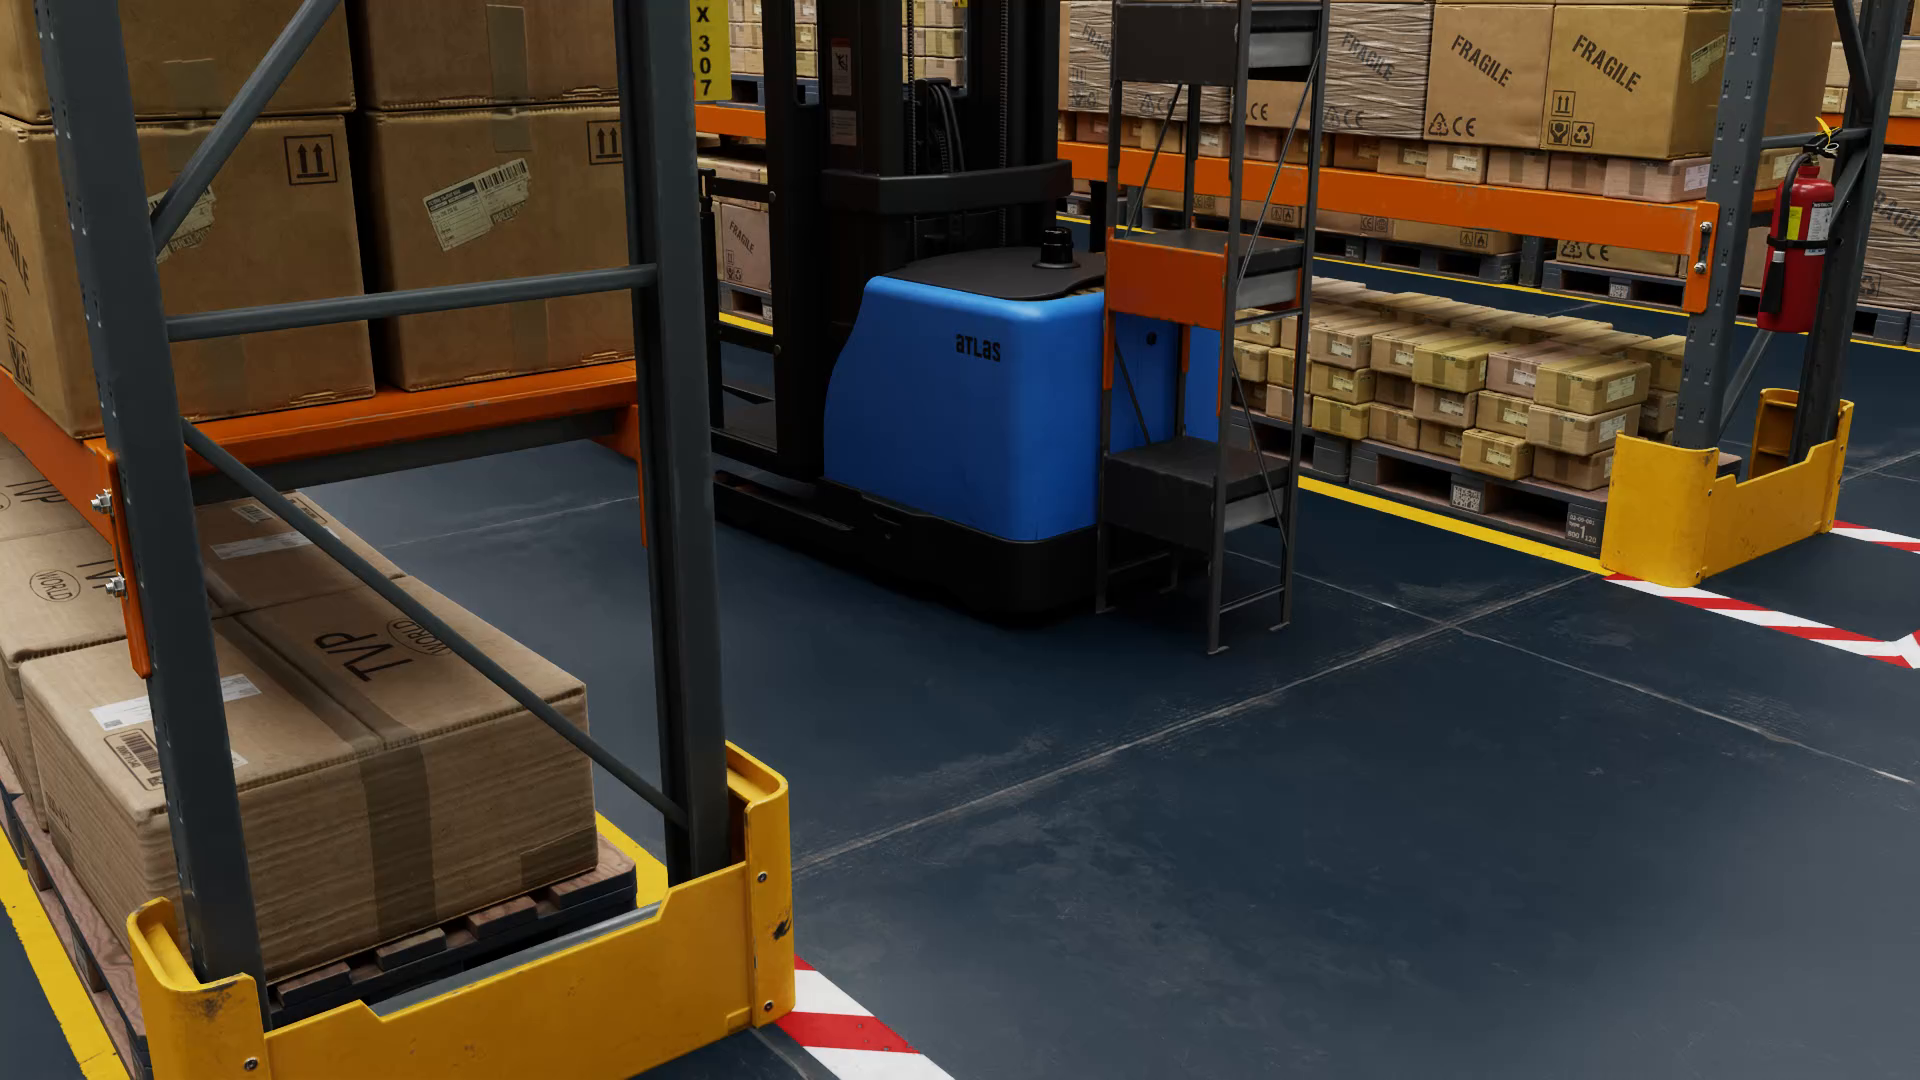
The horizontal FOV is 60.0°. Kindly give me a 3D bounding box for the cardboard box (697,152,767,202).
[{"bbox_3d":[-1.491,-2.381,10.896,0.500,0.250,0.500,-14,23,-37],"label":"cardboard box"}]

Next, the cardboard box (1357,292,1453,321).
[{"bbox_3d":[2.031,-1.027,7.613,0.380,0.149,0.250,-14,23,-35],"label":"cardboard box"}]

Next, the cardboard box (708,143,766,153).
[{"bbox_3d":[-1.414,-2.606,11.575,0.500,0.250,0.500,-15,23,-37],"label":"cardboard box"}]

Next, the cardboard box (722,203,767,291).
[{"bbox_3d":[-1.168,-1.894,10.619,0.500,0.500,0.500,-15,23,-37],"label":"cardboard box"}]

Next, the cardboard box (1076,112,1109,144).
[{"bbox_3d":[0.784,-2.011,8.063,0.380,0.149,0.250,-15,24,-38],"label":"cardboard box"}]

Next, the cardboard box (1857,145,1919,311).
[{"bbox_3d":[5.849,-1.883,9.989,0.875,0.875,0.875,-14,23,-36],"label":"cardboard box"}]

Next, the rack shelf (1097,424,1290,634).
[{"bbox_3d":[0.771,-0.051,5.445,0.431,0.518,0.480,-16,24,-39],"label":"rack shelf"}]

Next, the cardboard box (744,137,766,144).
[{"bbox_3d":[-2.288,-4.984,19.950,0.500,0.500,0.500,-8,20,-22],"label":"cardboard box"}]

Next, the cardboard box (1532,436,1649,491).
[{"bbox_3d":[2.433,-0.318,6.418,0.380,0.149,0.250,-14,23,-35],"label":"cardboard box"}]

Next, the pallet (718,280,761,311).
[{"bbox_3d":[-1.560,-1.838,11.576,1.003,0.211,1.213,-14,23,-36],"label":"pallet"}]

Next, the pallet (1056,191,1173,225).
[{"bbox_3d":[1.423,-3.166,15.589,1.003,0.211,1.213,-14,23,-36],"label":"pallet"}]

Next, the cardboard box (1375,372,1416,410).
[{"bbox_3d":[1.961,-0.658,6.973,0.380,0.149,0.250,-14,23,-37],"label":"cardboard box"}]

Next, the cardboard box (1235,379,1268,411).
[{"bbox_3d":[1.474,-0.701,7.573,0.380,0.149,0.250,-13,22,-35],"label":"cardboard box"}]

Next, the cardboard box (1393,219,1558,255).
[{"bbox_3d":[3.977,-2.656,12.324,1.225,0.875,0.875,-14,23,-36],"label":"cardboard box"}]

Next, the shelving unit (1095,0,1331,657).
[{"bbox_3d":[0.771,-0.728,5.221,0.431,2.100,0.503,-16,24,-39],"label":"shelving unit"}]

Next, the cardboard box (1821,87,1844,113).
[{"bbox_3d":[5.282,-2.671,10.056,0.380,0.149,0.250,-15,23,-38],"label":"cardboard box"}]

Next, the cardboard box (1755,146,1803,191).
[{"bbox_3d":[2.979,-1.407,6.241,0.380,0.149,0.250,-14,23,-37],"label":"cardboard box"}]

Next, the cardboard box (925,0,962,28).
[{"bbox_3d":[0.037,-2.792,8.807,0.380,0.149,0.250,-13,22,-34],"label":"cardboard box"}]

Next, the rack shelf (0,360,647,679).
[{"bbox_3d":[-2.136,-0.543,4.376,1.077,0.370,4.000,-14,23,-36],"label":"rack shelf"}]

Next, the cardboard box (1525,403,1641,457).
[{"bbox_3d":[2.371,-0.444,6.327,0.380,0.149,0.250,-15,23,-38],"label":"cardboard box"}]

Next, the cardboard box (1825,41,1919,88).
[{"bbox_3d":[5.408,-2.842,9.938,0.500,0.250,0.500,-14,23,-36],"label":"cardboard box"}]

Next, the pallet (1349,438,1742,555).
[{"bbox_3d":[2.399,-0.285,6.887,1.003,0.211,1.213,-14,23,-36],"label":"pallet"}]

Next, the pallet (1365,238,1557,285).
[{"bbox_3d":[3.852,-2.163,12.560,1.003,0.211,1.213,-14,23,-36],"label":"pallet"}]

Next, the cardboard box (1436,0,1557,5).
[{"bbox_3d":[2.129,-2.235,6.118,0.500,0.500,0.500,-15,23,-38],"label":"cardboard box"}]

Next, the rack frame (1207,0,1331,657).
[{"bbox_3d":[0.934,-0.671,5.048,0.400,2.100,0.015,-16,24,-39],"label":"rack frame"}]

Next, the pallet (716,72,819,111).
[{"bbox_3d":[-0.783,-2.783,10.301,1.003,0.211,1.213,-14,23,-36],"label":"pallet"}]

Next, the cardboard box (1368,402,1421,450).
[{"bbox_3d":[1.933,-0.502,6.973,0.380,0.149,0.250,-14,23,-36],"label":"cardboard box"}]

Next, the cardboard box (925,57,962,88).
[{"bbox_3d":[0.038,-2.508,8.896,0.380,0.149,0.250,-15,23,-37],"label":"cardboard box"}]

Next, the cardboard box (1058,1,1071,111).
[{"bbox_3d":[0.549,-2.386,8.164,0.500,0.500,0.500,-14,23,-37],"label":"cardboard box"}]

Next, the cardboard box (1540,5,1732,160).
[{"bbox_3d":[2.442,-1.632,5.887,0.500,0.500,0.500,-13,23,-35],"label":"cardboard box"}]

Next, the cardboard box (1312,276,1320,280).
[{"bbox_3d":[1.555,-1.217,8.187,0.380,0.149,0.250,-15,24,-39],"label":"cardboard box"}]

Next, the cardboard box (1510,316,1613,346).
[{"bbox_3d":[2.542,-0.838,7.043,0.380,0.149,0.250,-14,23,-36],"label":"cardboard box"}]

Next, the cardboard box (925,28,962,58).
[{"bbox_3d":[0.037,-2.649,8.850,0.380,0.149,0.250,-13,22,-34],"label":"cardboard box"}]

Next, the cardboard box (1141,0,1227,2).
[{"bbox_3d":[1.151,-2.618,7.275,0.500,0.500,0.500,-14,23,-35],"label":"cardboard box"}]

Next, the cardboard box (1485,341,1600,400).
[{"bbox_3d":[2.285,-0.665,6.521,0.380,0.149,0.250,-13,23,-35],"label":"cardboard box"}]

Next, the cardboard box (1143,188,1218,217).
[{"bbox_3d":[2.319,-3.314,14.311,1.225,0.875,0.875,-15,24,-39],"label":"cardboard box"}]

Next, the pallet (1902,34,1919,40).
[{"bbox_3d":[10.886,-5.660,18.990,1.003,0.211,1.213,-14,23,-36],"label":"pallet"}]

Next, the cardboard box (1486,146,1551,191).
[{"bbox_3d":[2.206,-1.416,6.267,0.380,0.149,0.250,-14,23,-37],"label":"cardboard box"}]

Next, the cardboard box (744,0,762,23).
[{"bbox_3d":[-1.092,-3.241,10.165,0.380,0.149,0.250,-13,22,-34],"label":"cardboard box"}]

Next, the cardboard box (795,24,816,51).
[{"bbox_3d":[-0.784,-2.973,9.829,0.380,0.149,0.250,-14,23,-36],"label":"cardboard box"}]

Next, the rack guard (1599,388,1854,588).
[{"bbox_3d":[2.876,-0.215,6.216,1.175,0.500,0.348,-14,23,-36],"label":"rack guard"}]

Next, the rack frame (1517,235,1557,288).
[{"bbox_3d":[4.390,-3.312,11.592,1.000,3.000,0.127,-14,23,-36],"label":"rack frame"}]

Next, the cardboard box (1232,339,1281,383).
[{"bbox_3d":[1.378,-0.826,7.481,0.380,0.149,0.250,-14,23,-36],"label":"cardboard box"}]

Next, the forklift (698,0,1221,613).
[{"bbox_3d":[-0.415,-1.538,6.343,1.130,2.935,3.031,-16,24,-39],"label":"forklift"}]

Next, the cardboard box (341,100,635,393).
[{"bbox_3d":[-0.968,-0.614,3.285,0.500,0.500,0.500,-14,23,-37],"label":"cardboard box"}]

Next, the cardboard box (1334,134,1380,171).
[{"bbox_3d":[1.768,-1.623,6.893,0.380,0.149,0.250,-15,24,-38],"label":"cardboard box"}]

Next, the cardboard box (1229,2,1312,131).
[{"bbox_3d":[1.503,-2.008,7.022,0.500,0.500,0.500,-13,22,-33],"label":"cardboard box"}]

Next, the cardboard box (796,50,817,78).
[{"bbox_3d":[-0.774,-2.828,9.863,0.380,0.149,0.250,-13,22,-34],"label":"cardboard box"}]

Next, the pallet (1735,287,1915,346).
[{"bbox_3d":[5.563,-1.484,10.510,1.003,0.211,1.213,-14,23,-36],"label":"pallet"}]

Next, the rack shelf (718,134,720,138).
[{"bbox_3d":[-3.286,-3.506,13.322,1.077,0.370,4.000,-14,23,-36],"label":"rack shelf"}]

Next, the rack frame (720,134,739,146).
[{"bbox_3d":[-2.044,-3.354,11.720,1.000,3.000,0.127,-14,23,-36],"label":"rack frame"}]

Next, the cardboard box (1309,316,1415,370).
[{"bbox_3d":[1.703,-0.836,7.036,0.380,0.149,0.250,-13,22,-34],"label":"cardboard box"}]

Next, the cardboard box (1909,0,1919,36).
[{"bbox_3d":[11.013,-5.914,18.625,0.500,0.500,0.700,13,23,35],"label":"cardboard box"}]

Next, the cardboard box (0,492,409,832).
[{"bbox_3d":[-1.958,0.258,4.219,0.875,0.438,0.875,-13,22,-35],"label":"cardboard box"}]

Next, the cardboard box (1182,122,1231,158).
[{"bbox_3d":[1.214,-1.801,7.428,0.380,0.149,0.250,-13,22,-34],"label":"cardboard box"}]

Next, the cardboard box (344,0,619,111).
[{"bbox_3d":[-0.969,-1.088,3.126,0.500,0.500,0.500,-15,23,-37],"label":"cardboard box"}]
